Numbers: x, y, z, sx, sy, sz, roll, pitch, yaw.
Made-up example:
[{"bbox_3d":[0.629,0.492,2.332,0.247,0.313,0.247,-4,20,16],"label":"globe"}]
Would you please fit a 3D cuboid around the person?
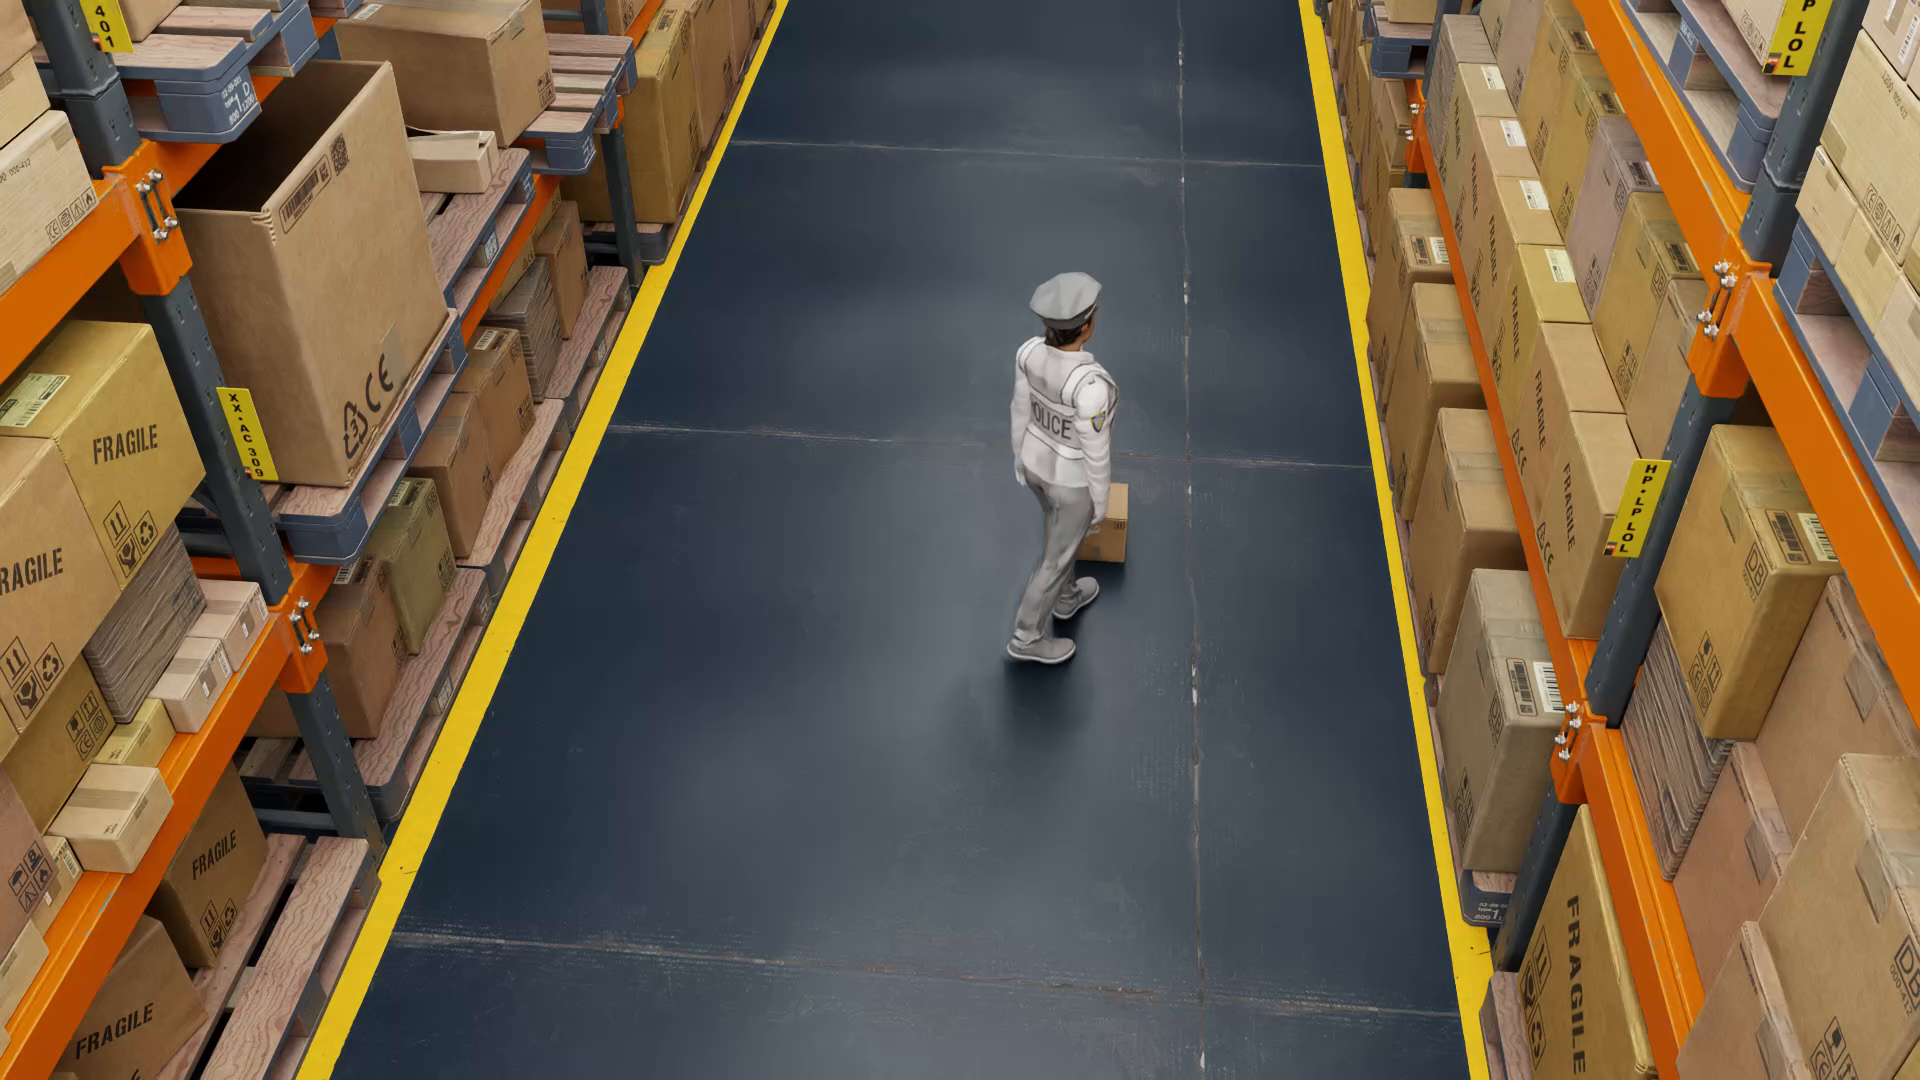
[{"bbox_3d":[0.410,-0.267,6.454,0.596,1.674,0.483,-24,46,-26],"label":"person"}]
